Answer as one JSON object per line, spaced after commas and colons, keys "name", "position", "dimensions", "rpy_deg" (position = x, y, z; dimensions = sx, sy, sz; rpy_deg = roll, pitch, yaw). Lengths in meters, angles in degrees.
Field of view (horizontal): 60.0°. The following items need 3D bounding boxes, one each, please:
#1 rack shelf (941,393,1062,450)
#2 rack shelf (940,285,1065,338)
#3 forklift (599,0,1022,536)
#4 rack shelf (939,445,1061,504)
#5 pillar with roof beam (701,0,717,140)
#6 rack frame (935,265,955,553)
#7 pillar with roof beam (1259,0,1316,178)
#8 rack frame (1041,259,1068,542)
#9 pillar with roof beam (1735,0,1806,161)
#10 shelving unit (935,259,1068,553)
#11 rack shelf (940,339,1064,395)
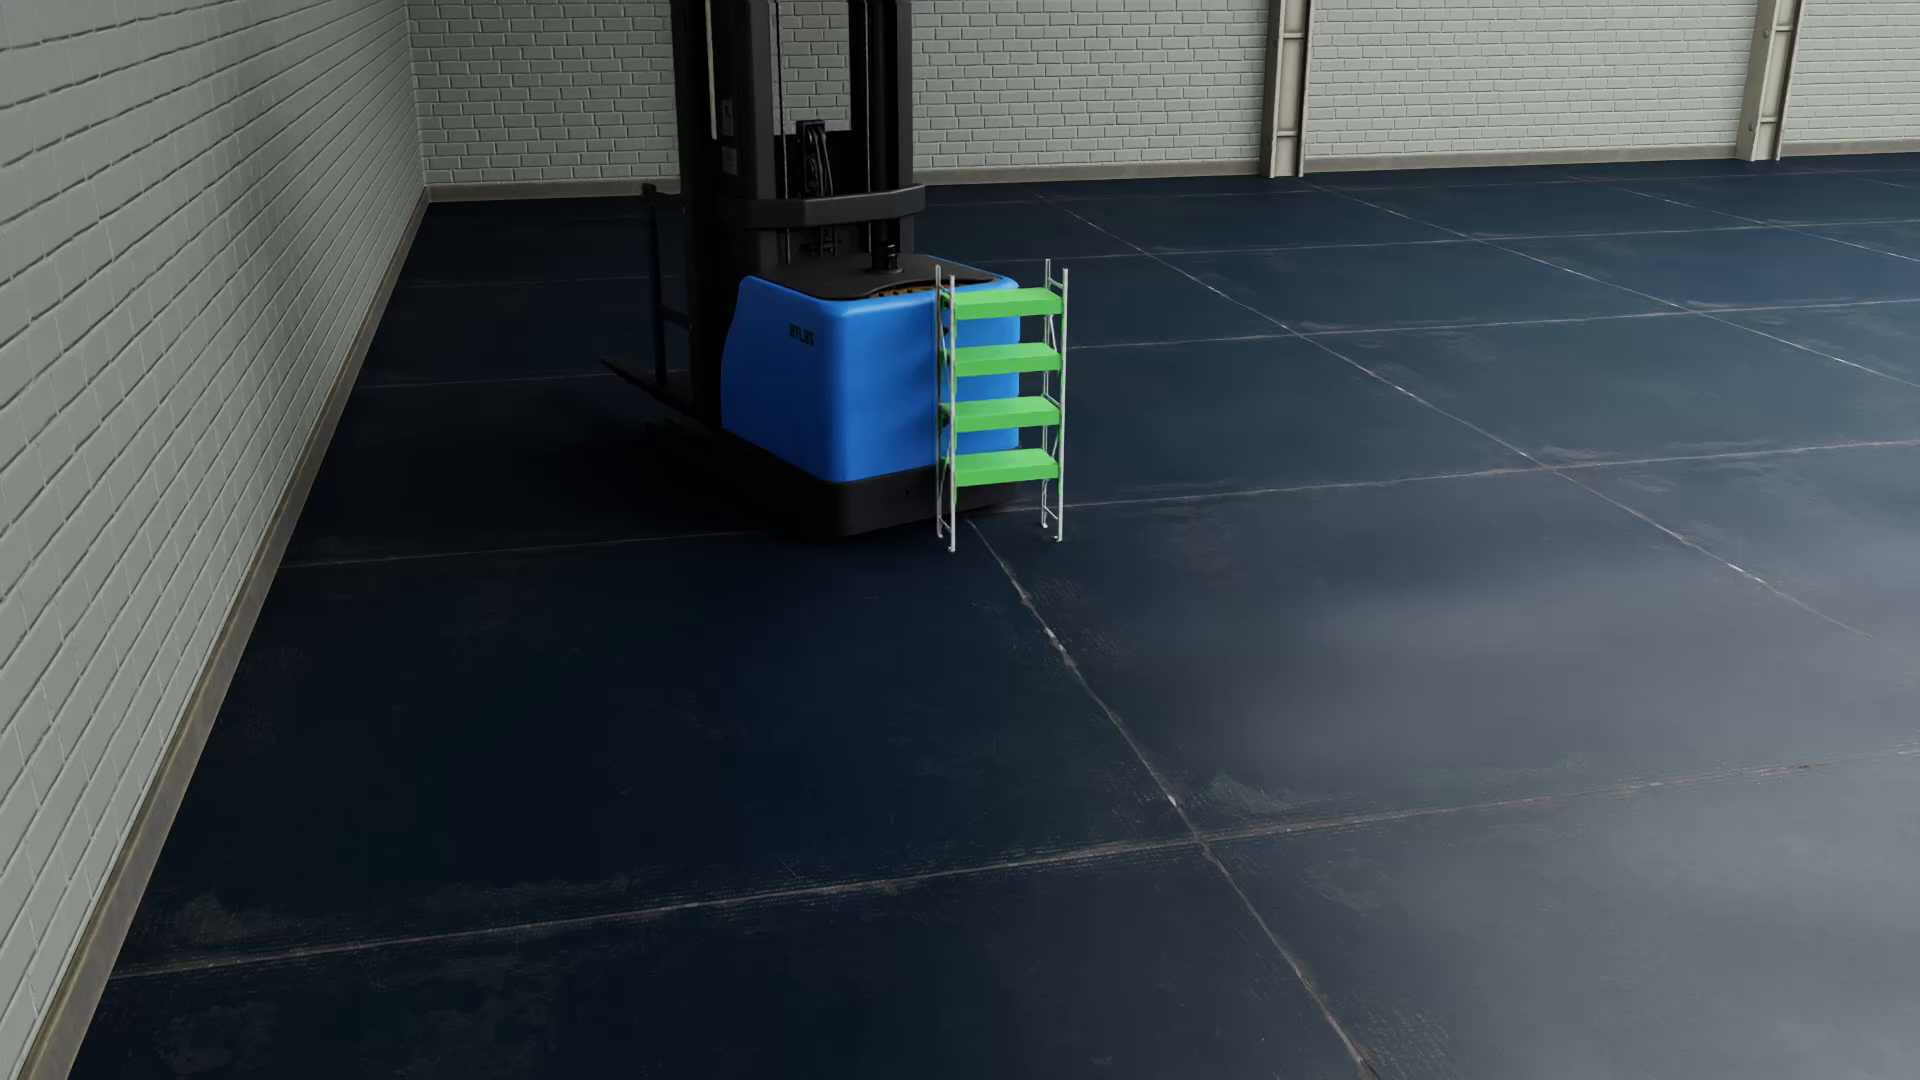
{"name": "rack shelf", "position": [0.171, -0.512, 7.154], "dimensions": [0.480, 0.148, 0.258], "rpy_deg": [-6, 21, -15]}
{"name": "rack shelf", "position": [0.171, -0.963, 6.989], "dimensions": [0.480, 0.148, 0.258], "rpy_deg": [-6, 21, -15]}
{"name": "forklift", "position": [-0.950, -1.843, 8.084], "dimensions": [1.130, 2.935, 3.031], "rpy_deg": [-13, 24, -31]}
{"name": "rack shelf", "position": [0.171, -0.287, 7.237], "dimensions": [0.480, 0.148, 0.258], "rpy_deg": [-6, 21, -15]}
{"name": "pillar with roof beam", "position": [-1.330, -6.312, 11.462], "dimensions": [0.400, 9.000, 9.100], "rpy_deg": [-5, 21, -12]}
{"name": "rack frame", "position": [-0.063, -0.548, 7.068], "dimensions": [0.015, 1.200, 0.240], "rpy_deg": [-6, 21, -15]}
{"name": "pillar with roof beam", "position": [4.509, -6.786, 12.758], "dimensions": [0.400, 9.000, 9.100], "rpy_deg": [-5, 21, -12]}
{"name": "rack frame", "position": [0.405, -0.596, 7.197], "dimensions": [0.015, 1.200, 0.240], "rpy_deg": [-6, 21, -15]}
{"name": "pillar with roof beam", "position": [10.348, -7.261, 14.055], "dimensions": [0.400, 9.000, 9.100], "rpy_deg": [-5, 21, -12]}
{"name": "shelving unit", "position": [0.171, -0.572, 7.132], "dimensions": [0.503, 1.200, 0.258], "rpy_deg": [-6, 21, -15]}
{"name": "rack shelf", "position": [0.171, -0.738, 7.072], "dimensions": [0.480, 0.148, 0.258], "rpy_deg": [-6, 21, -15]}
